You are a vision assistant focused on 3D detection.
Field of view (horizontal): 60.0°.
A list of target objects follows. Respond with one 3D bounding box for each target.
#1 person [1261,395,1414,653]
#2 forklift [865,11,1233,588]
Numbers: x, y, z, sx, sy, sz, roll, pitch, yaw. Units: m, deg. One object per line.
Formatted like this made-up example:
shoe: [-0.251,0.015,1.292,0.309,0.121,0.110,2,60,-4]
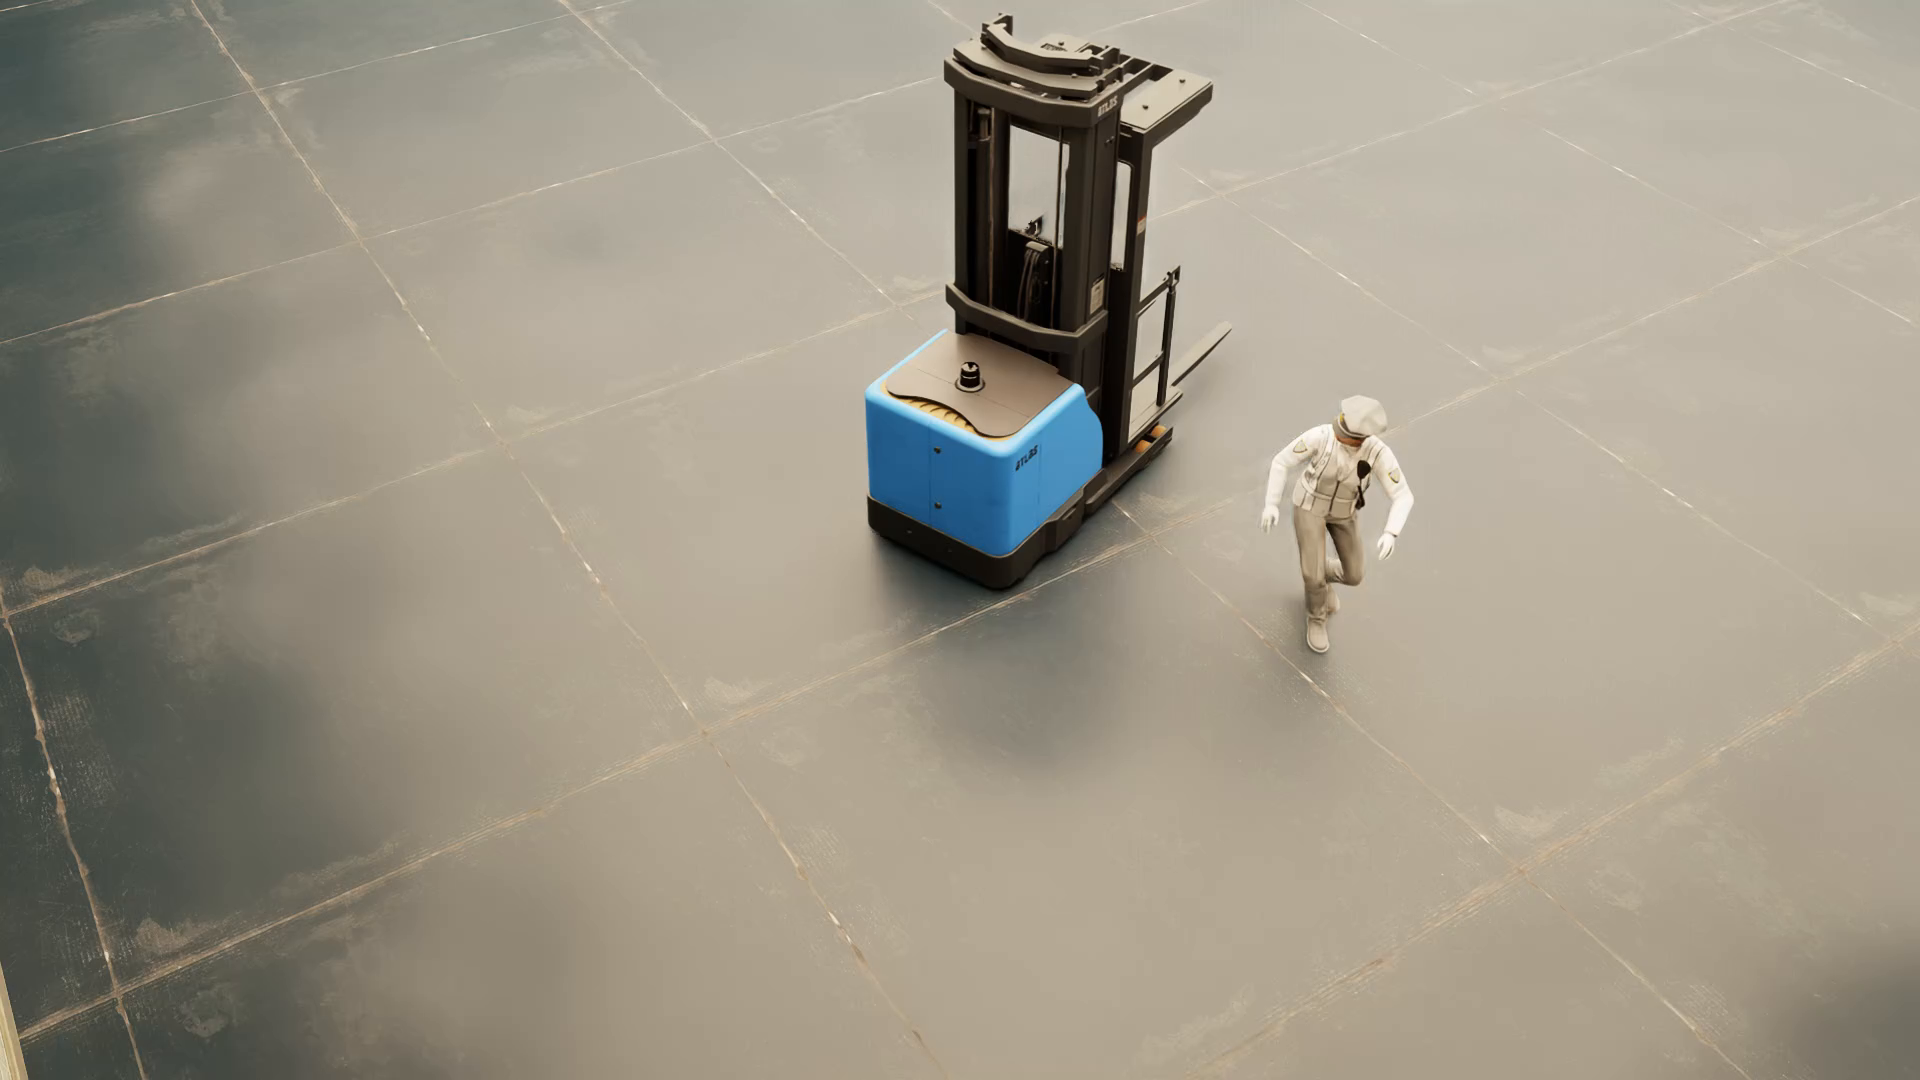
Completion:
person: [2.013,-0.069,8.988,0.779,1.569,0.704,1,41,1]
forklift: [0.717,-1.747,9.870,1.130,2.935,3.031,26,47,26]
